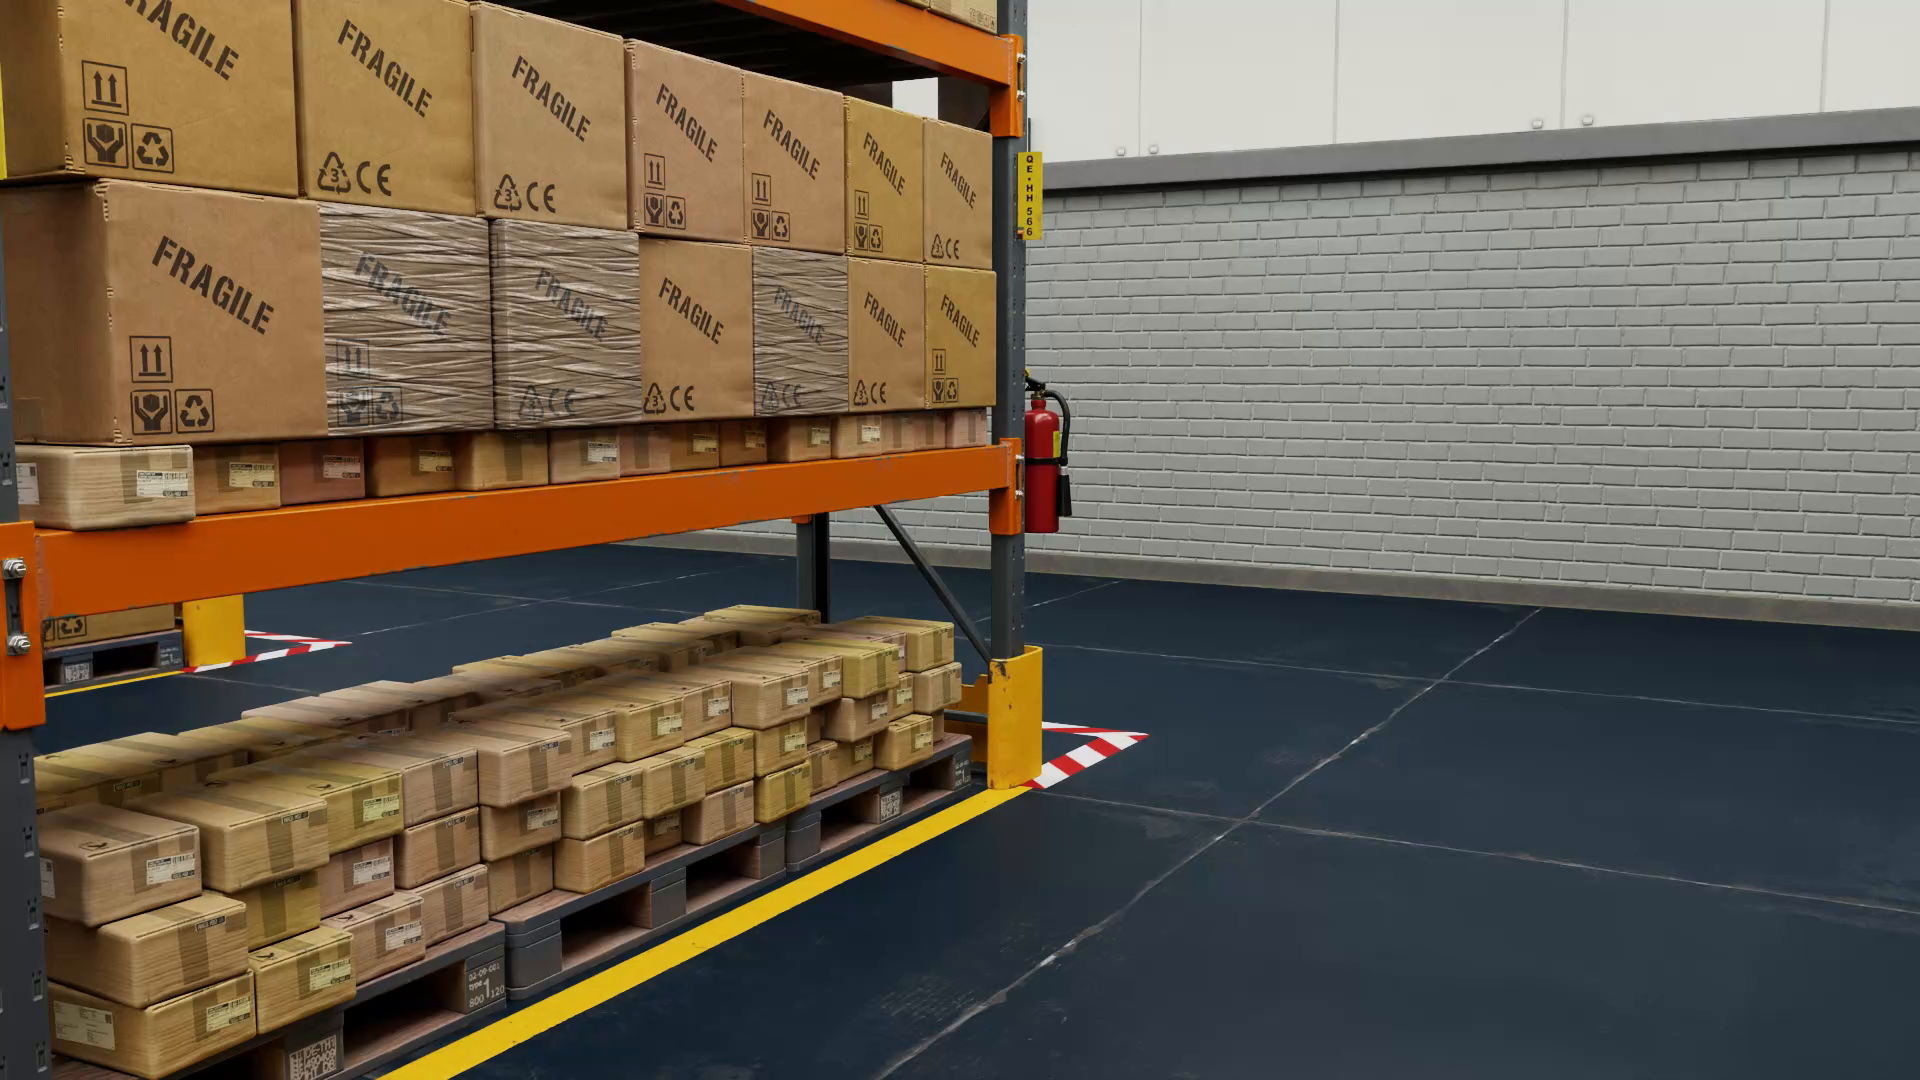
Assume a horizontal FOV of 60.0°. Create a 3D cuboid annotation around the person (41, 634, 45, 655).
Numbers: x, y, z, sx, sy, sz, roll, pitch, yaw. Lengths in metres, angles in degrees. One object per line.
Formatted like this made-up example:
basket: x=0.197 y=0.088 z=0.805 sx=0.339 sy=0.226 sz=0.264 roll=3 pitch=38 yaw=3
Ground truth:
person: x=-3.026 y=0.268 z=4.930 sx=0.477 sy=1.727 sz=0.548 roll=3 pitch=7 yaw=29
